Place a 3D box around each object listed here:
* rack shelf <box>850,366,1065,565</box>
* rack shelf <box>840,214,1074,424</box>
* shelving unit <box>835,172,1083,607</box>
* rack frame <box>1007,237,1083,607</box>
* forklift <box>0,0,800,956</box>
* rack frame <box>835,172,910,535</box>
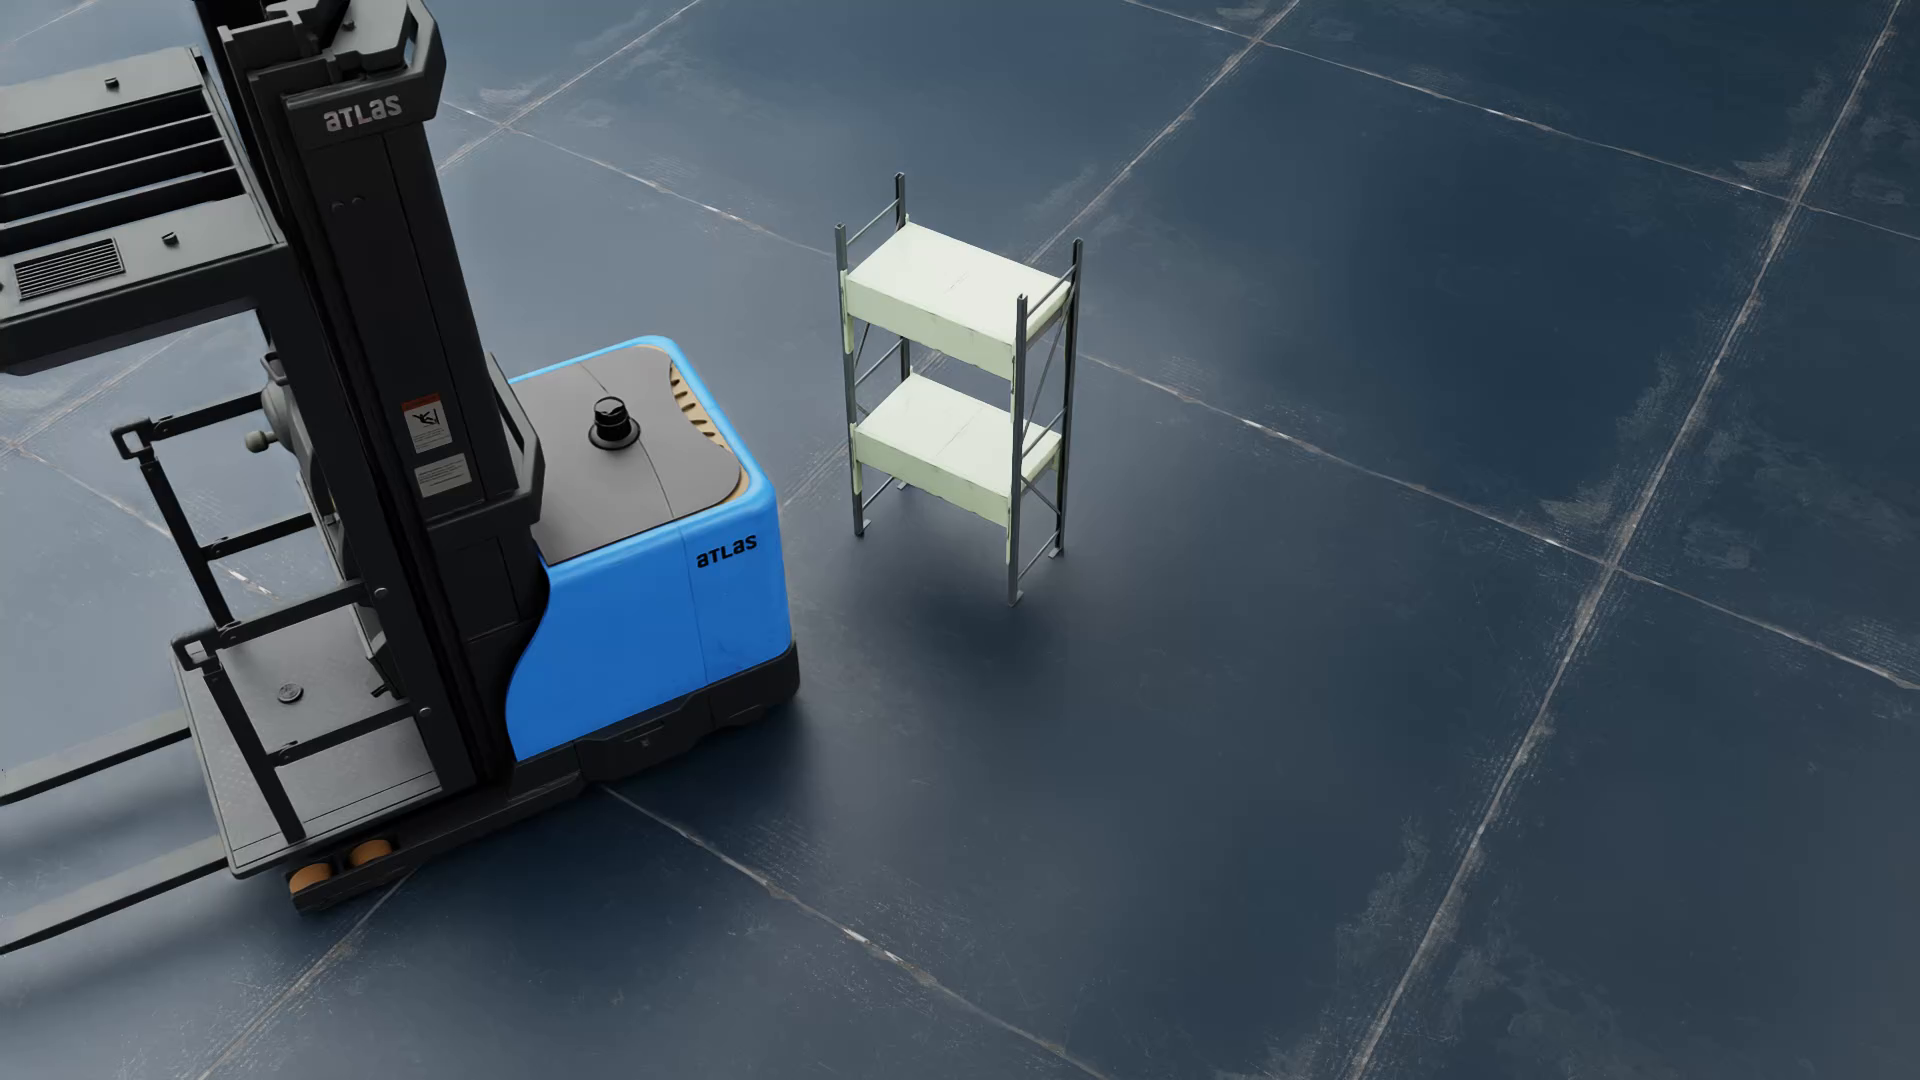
[{"bbox_3d":[-0.006,-0.298,6.448,0.720,0.370,0.431,25,51,22],"label":"rack shelf"},{"bbox_3d":[-0.006,-0.797,5.935,0.720,0.370,0.431,25,51,22],"label":"rack shelf"},{"bbox_3d":[-0.006,-0.525,6.215,0.755,1.500,0.431,25,51,22],"label":"shelving unit"},{"bbox_3d":[0.302,-0.384,6.077,0.023,1.500,0.400,25,51,22],"label":"rack frame"},{"bbox_3d":[-2.131,-0.221,4.921,3.031,2.935,1.130,-22,50,-20],"label":"forklift"},{"bbox_3d":[-0.314,-0.667,6.352,0.023,1.500,0.400,25,51,22],"label":"rack frame"}]
